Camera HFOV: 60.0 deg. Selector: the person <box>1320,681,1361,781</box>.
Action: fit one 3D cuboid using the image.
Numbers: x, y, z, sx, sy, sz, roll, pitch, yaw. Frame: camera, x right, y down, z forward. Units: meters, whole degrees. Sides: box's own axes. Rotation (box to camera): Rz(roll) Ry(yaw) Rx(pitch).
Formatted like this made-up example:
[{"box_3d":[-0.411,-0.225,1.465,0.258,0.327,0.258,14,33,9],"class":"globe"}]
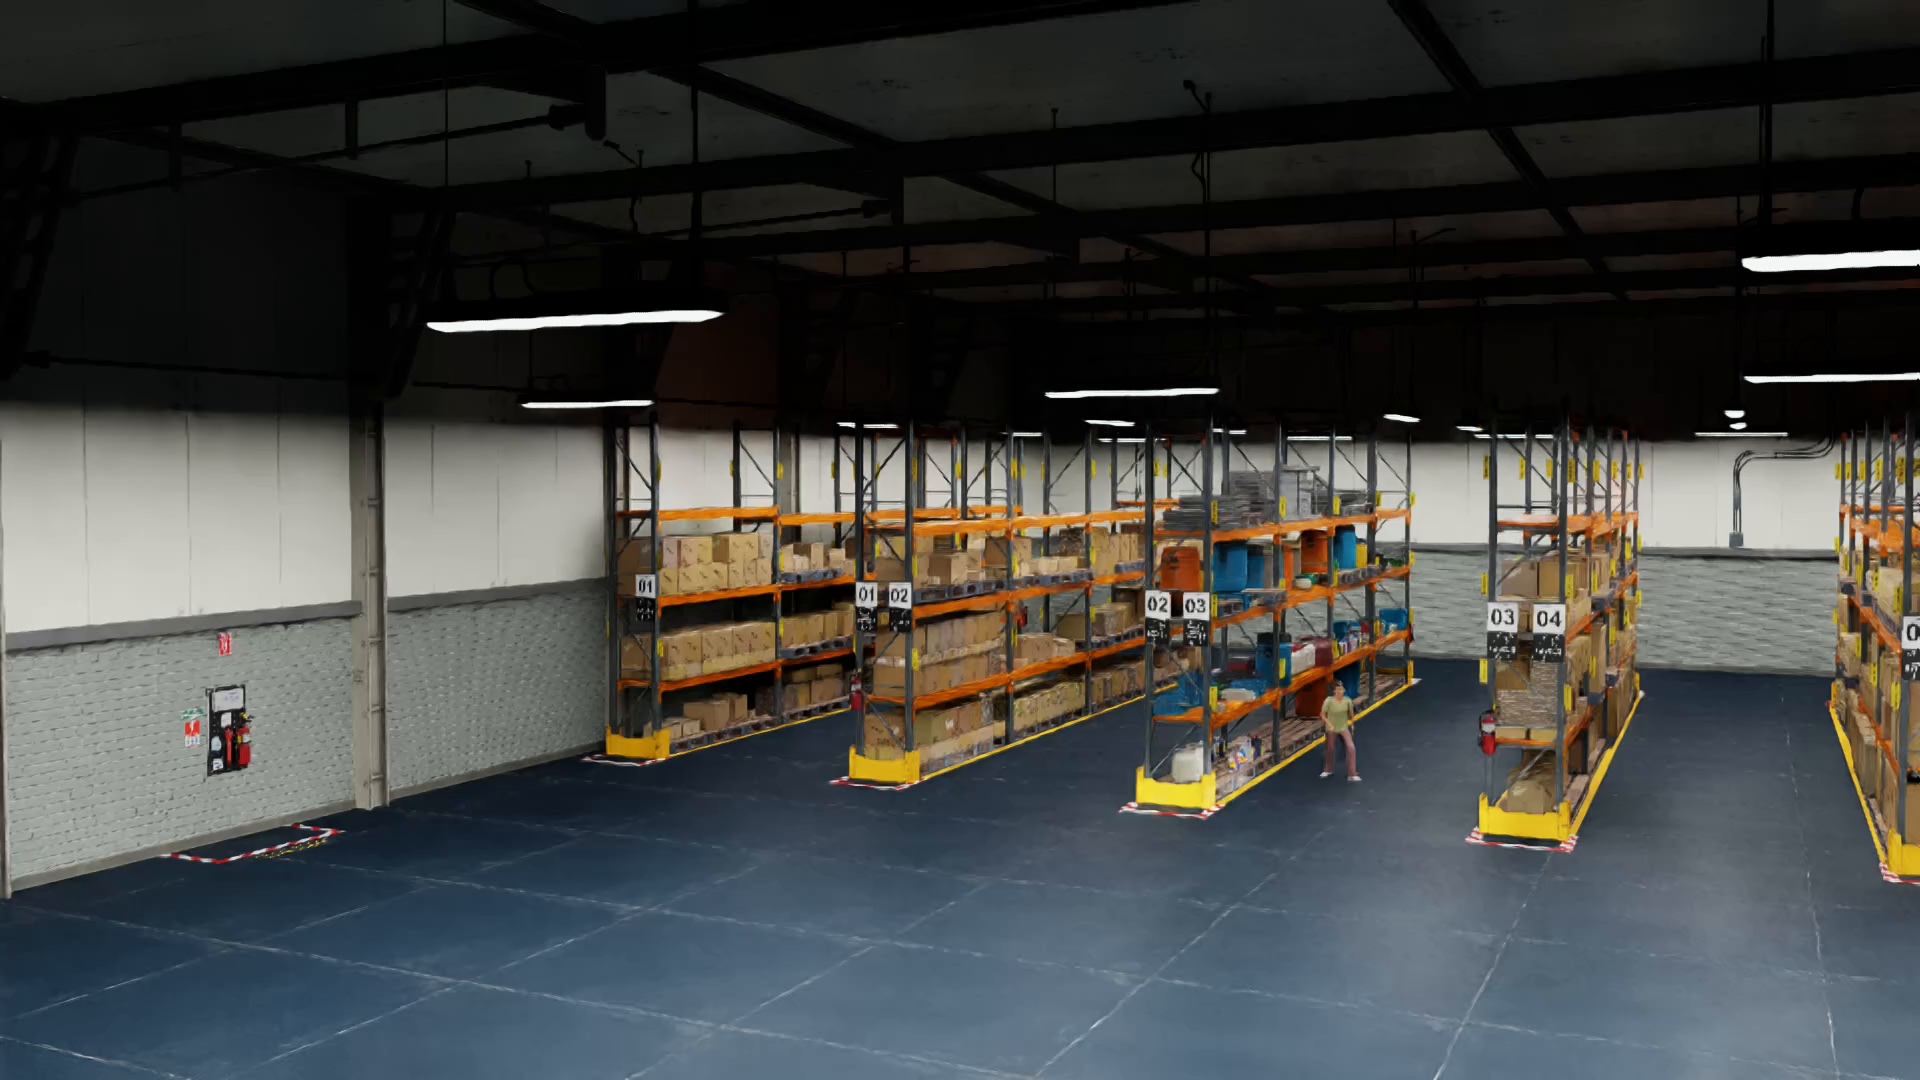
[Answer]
[{"box_3d":[6.109,3.062,26.798,0.626,1.610,0.799,0,2,7],"class":"person"}]
